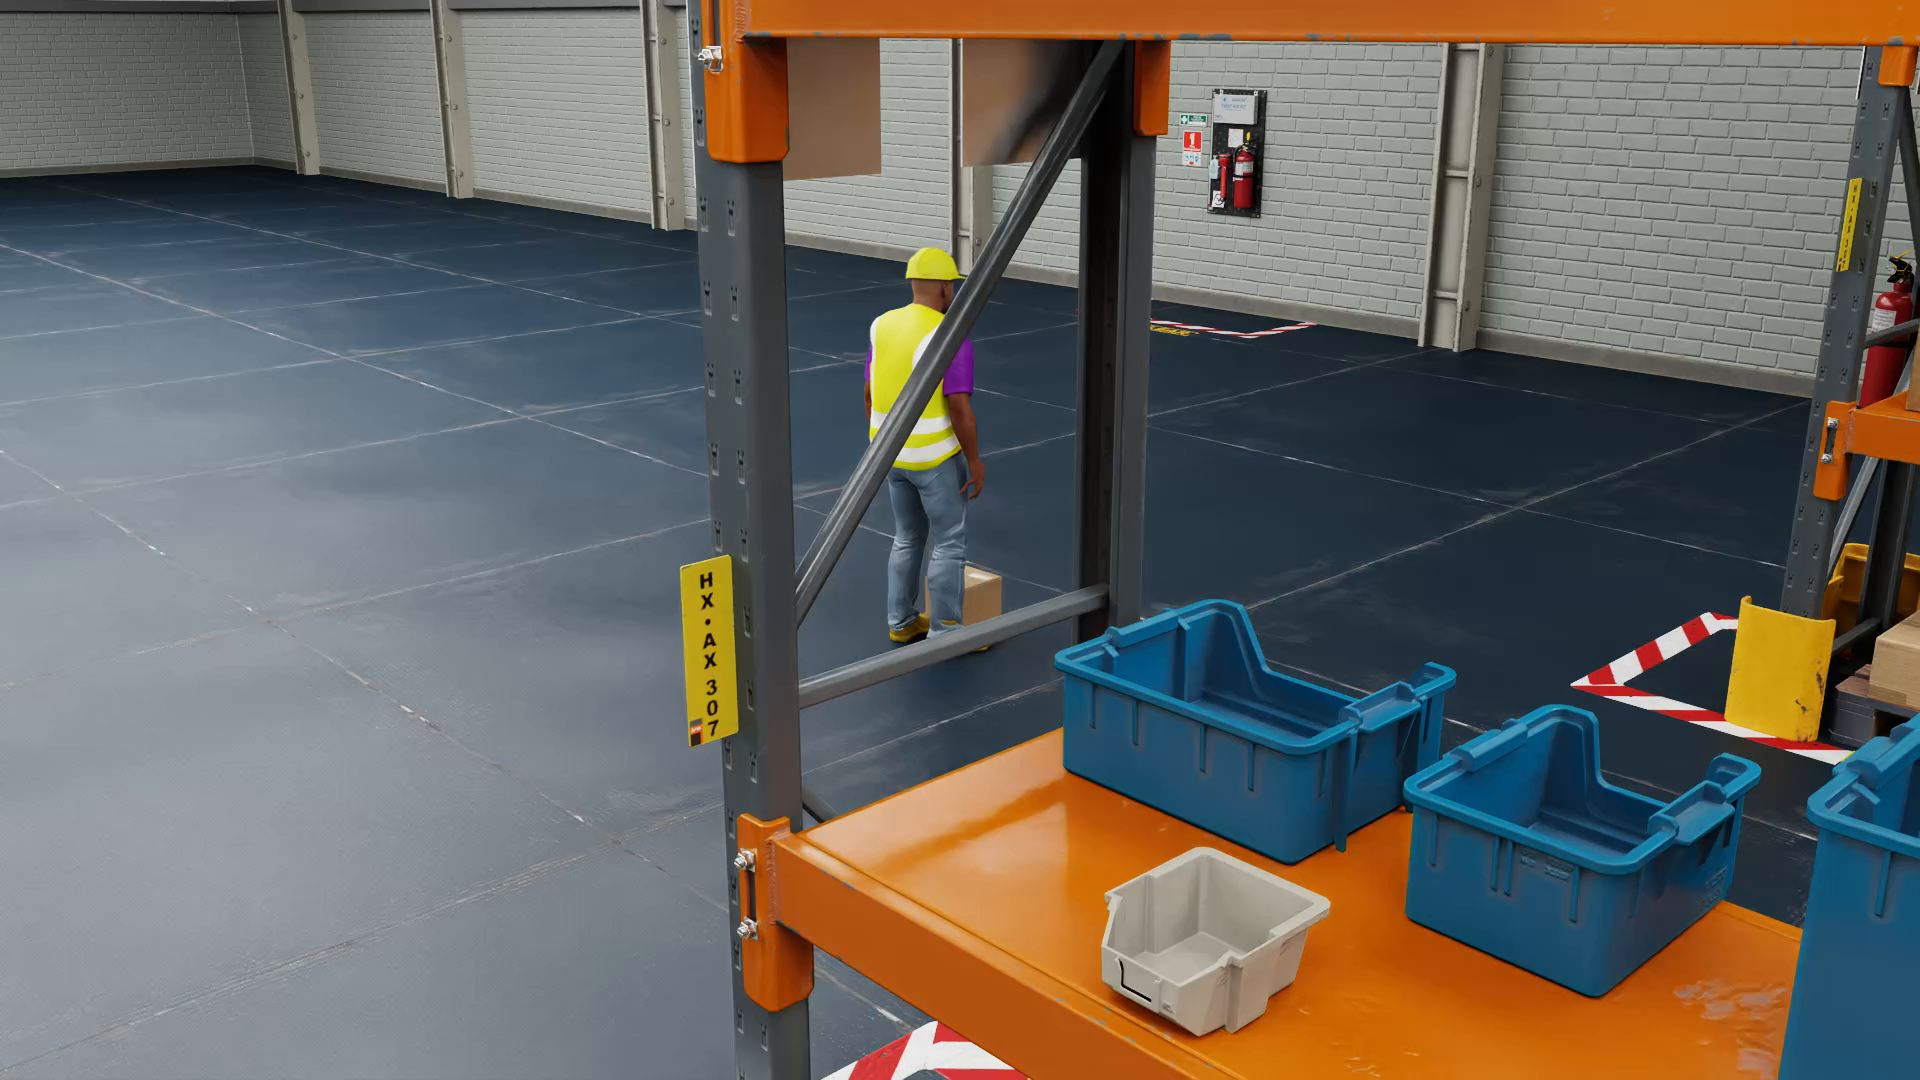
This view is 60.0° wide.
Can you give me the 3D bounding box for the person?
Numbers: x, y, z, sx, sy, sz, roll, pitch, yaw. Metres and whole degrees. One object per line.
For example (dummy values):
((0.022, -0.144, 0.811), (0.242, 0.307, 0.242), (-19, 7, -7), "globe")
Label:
((-0.144, -0.385, 7.263), (0.628, 1.759, 0.462), (16, 23, 41), "person")
